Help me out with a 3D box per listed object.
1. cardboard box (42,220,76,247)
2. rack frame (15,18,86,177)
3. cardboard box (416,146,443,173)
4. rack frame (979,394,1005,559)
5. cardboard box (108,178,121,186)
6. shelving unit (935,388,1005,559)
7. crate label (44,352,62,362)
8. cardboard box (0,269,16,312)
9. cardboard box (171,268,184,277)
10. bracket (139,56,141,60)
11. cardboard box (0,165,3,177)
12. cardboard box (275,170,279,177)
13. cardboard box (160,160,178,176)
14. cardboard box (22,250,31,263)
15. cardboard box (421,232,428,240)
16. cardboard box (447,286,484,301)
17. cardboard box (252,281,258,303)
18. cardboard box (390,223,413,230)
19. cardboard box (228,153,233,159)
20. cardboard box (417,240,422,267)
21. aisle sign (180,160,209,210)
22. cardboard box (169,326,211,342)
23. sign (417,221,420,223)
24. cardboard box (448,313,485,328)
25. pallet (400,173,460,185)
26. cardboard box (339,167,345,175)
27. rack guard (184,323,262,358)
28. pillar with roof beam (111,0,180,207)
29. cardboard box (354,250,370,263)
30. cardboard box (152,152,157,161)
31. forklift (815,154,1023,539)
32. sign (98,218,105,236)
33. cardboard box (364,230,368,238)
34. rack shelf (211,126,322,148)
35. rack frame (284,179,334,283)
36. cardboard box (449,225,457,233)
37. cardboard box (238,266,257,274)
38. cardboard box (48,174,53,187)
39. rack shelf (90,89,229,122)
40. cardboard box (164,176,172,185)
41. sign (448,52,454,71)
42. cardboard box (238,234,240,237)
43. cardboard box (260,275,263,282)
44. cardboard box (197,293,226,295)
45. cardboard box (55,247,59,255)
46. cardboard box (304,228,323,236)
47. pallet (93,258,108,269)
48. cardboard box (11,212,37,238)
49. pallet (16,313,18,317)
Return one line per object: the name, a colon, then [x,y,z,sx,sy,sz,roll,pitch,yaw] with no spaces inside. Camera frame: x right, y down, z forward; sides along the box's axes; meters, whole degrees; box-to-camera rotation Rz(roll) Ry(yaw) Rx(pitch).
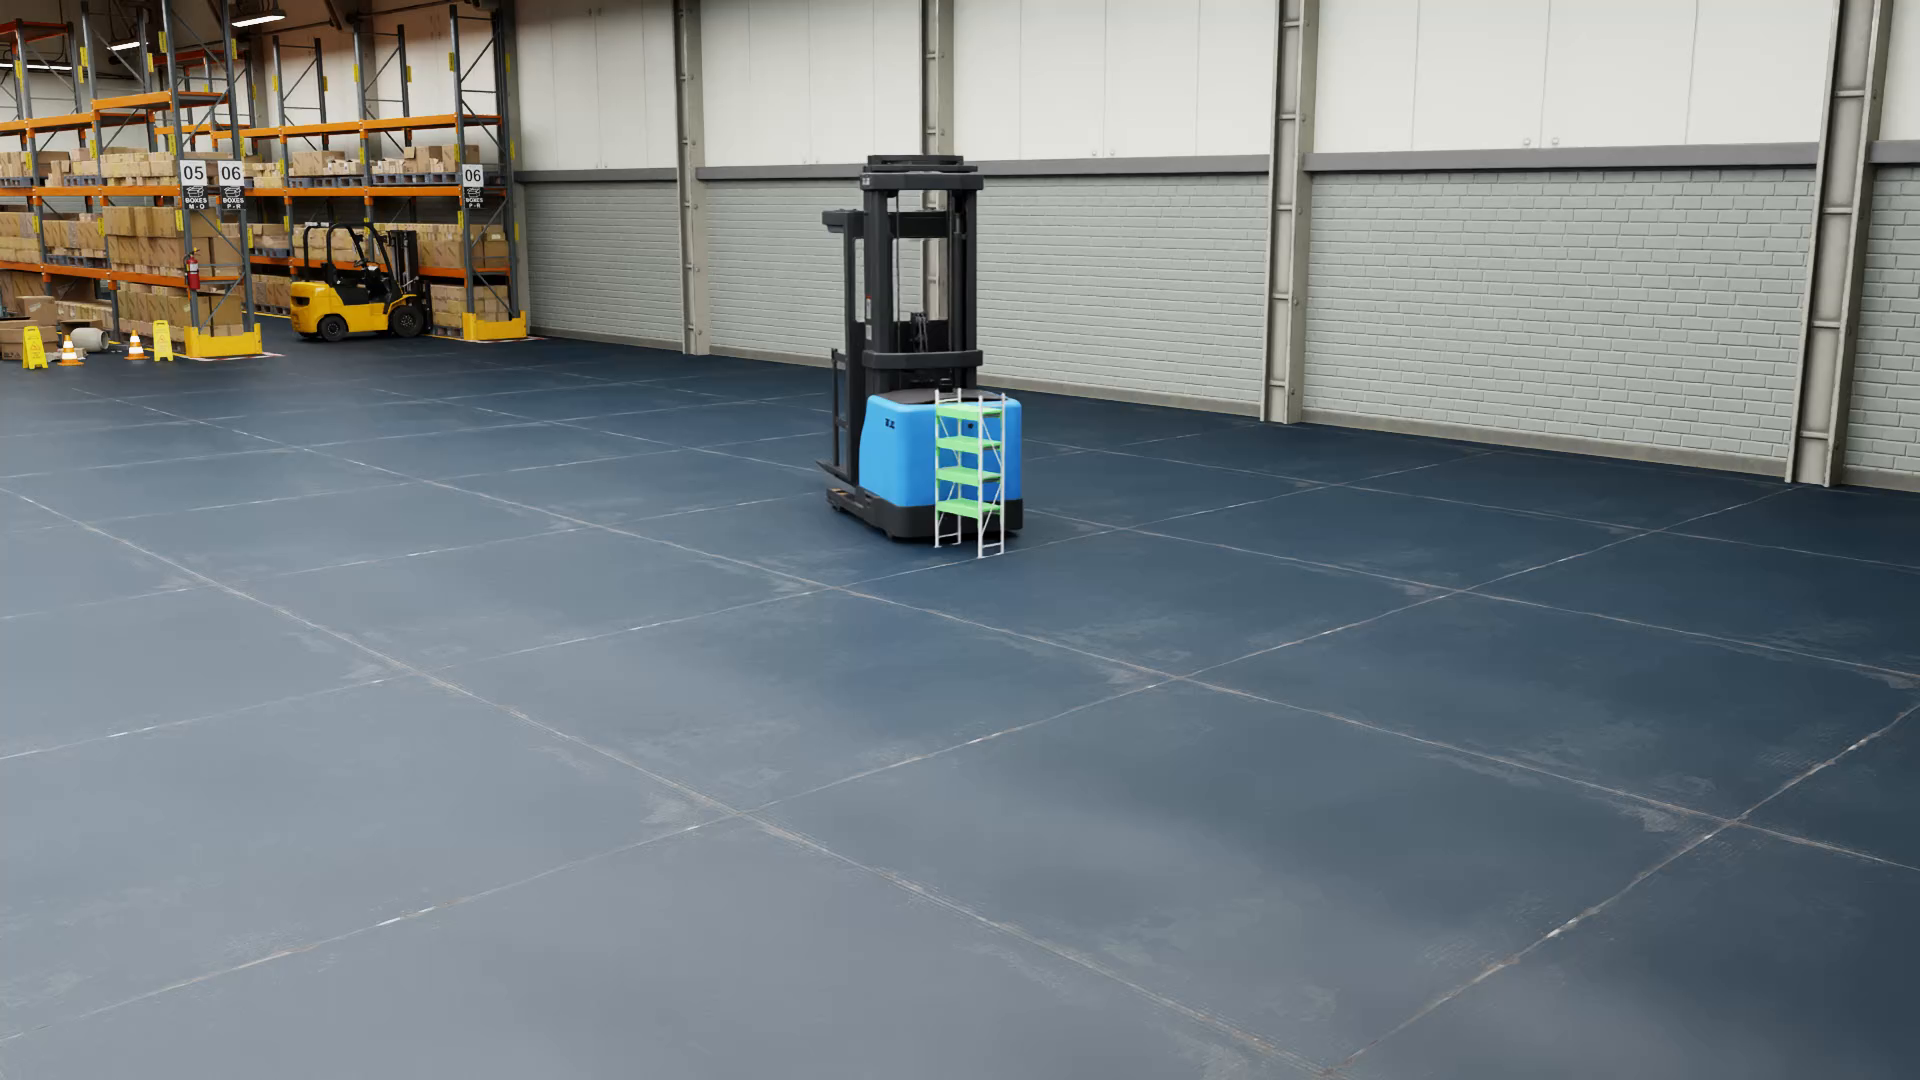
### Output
cardboard box: [-17.755,-6.059,32.860,0.500,0.500,0.500,11,16,44]
rack frame: [-17.898,-8.695,32.812,1.000,3.000,0.127,-11,16,-43]
cardboard box: [-9.903,-7.248,31.687,0.700,0.500,0.500,-11,16,-42]
rack frame: [0.233,-0.467,12.204,0.240,1.200,0.015,-10,15,-40]
cardboard box: [-14.959,-6.393,29.695,0.380,0.149,0.250,-11,16,-42]
shelving unit: [0.072,-0.504,12.384,0.258,1.200,0.503,-10,15,-40]
crate label: [-14.759,-2.971,26.995,0.298,0.136,0.250,3,12,16]
cardboard box: [-20.174,-5.426,36.038,0.875,0.875,0.875,-10,15,-41]
cardboard box: [-13.042,-4.512,28.001,0.380,0.149,0.250,-11,16,-43]
bracket: [-21.589,-12.848,44.049,0.235,0.232,0.430,-11,16,-43]
cardboard box: [-19.652,-7.634,34.388,0.396,0.266,0.258,-9,15,-38]
cardboard box: [-14.895,-8.098,36.735,0.250,0.149,0.380,11,16,44]
cardboard box: [-12.922,-6.167,27.613,0.500,0.250,0.500,-11,16,-43]
cardboard box: [-18.799,-5.793,33.967,0.500,0.250,0.500,-11,16,-42]
cardboard box: [-10.132,-5.843,31.983,0.380,0.149,0.250,-11,16,-42]
cardboard box: [-9.330,-4.653,31.360,0.500,0.250,0.500,-10,15,-41]
cardboard box: [-16.185,-5.762,38.599,0.500,0.500,0.500,11,16,43]
cardboard box: [-11.114,-6.228,33.113,0.380,0.149,0.250,-11,16,-44]
cardboard box: [-17.118,-8.889,38.760,0.396,0.266,0.258,-11,16,-43]
cardboard box: [-10.377,-5.589,32.357,0.500,0.500,0.500,-11,16,-42]
aisle sign: [-12.540,-5.813,27.248,0.394,0.787,0.004,-11,16,-43]
cardboard box: [-13.143,-3.532,28.393,0.500,0.250,0.500,-11,16,-43]
sign: [-11.148,-6.405,34.225,0.100,0.325,0.005,-11,16,-43]
cardboard box: [-9.339,-4.164,31.465,0.500,0.250,0.500,-11,16,-42]
pallet: [-10.102,-6.992,32.200,1.003,0.211,1.213,-11,16,-43]
cardboard box: [-12.527,-7.584,34.188,0.380,0.149,0.250,-11,16,-43]
rack guard: [-12.426,-3.376,28.057,1.175,0.500,0.348,-11,16,-43]
pillar with roof beam: [-24.159,-10.474,41.447,9.100,9.000,0.548,-11,16,-43]
cardboard box: [-12.086,-5.828,34.139,0.500,0.250,0.500,-10,16,-41]
cardboard box: [-13.462,-6.492,28.202,0.380,0.149,0.250,-11,16,-43]
forklift: [-0.499,-1.699,13.894,1.130,2.935,3.031,-4,12,-20]
sign: [-15.535,-5.662,30.089,0.100,0.325,0.005,-11,16,-43]
cardboard box: [-11.945,-6.250,33.960,0.380,0.149,0.250,-10,15,-41]
rack shelf: [-15.692,-9.130,37.702,1.077,0.370,4.000,-11,16,-43]
rack frame: [-14.311,-6.449,36.777,1.000,3.000,0.127,-11,16,-43]
cardboard box: [-9.379,-5.848,31.270,0.380,0.149,0.250,-11,16,-42]
cardboard box: [-16.804,-6.356,39.140,0.250,0.149,0.380,11,16,42]
cardboard box: [-17.627,-7.053,32.609,0.396,0.266,0.258,-11,16,-43]
rack shelf: [-13.755,-7.465,28.635,1.077,0.370,4.000,-11,16,-43]
cardboard box: [-13.018,-5.980,27.691,0.380,0.149,0.250,-11,16,-42]
sign: [-9.188,-8.642,30.046,0.100,0.325,0.005,-11,16,-43]
cardboard box: [-16.391,-6.916,38.338,0.396,0.266,0.258,-10,15,-40]
cardboard box: [-15.863,-6.025,38.267,0.380,0.149,0.250,-11,16,-42]
cardboard box: [-13.112,-4.050,29.052,0.500,0.500,0.500,11,16,43]
cardboard box: [-17.482,-5.673,32.596,0.250,0.149,0.380,10,16,41]
cardboard box: [-13.922,-6.655,35.924,0.380,0.149,0.250,-10,16,-41]
pallet: [-15.558,-5.210,31.243,1.003,0.211,1.213,-11,16,-43]
cardboard box: [-19.143,-6.481,34.210,0.500,0.500,0.500,-11,16,-43]
pallet: [-19.226,-4.694,35.172,1.003,0.211,1.213,-11,16,-43]
